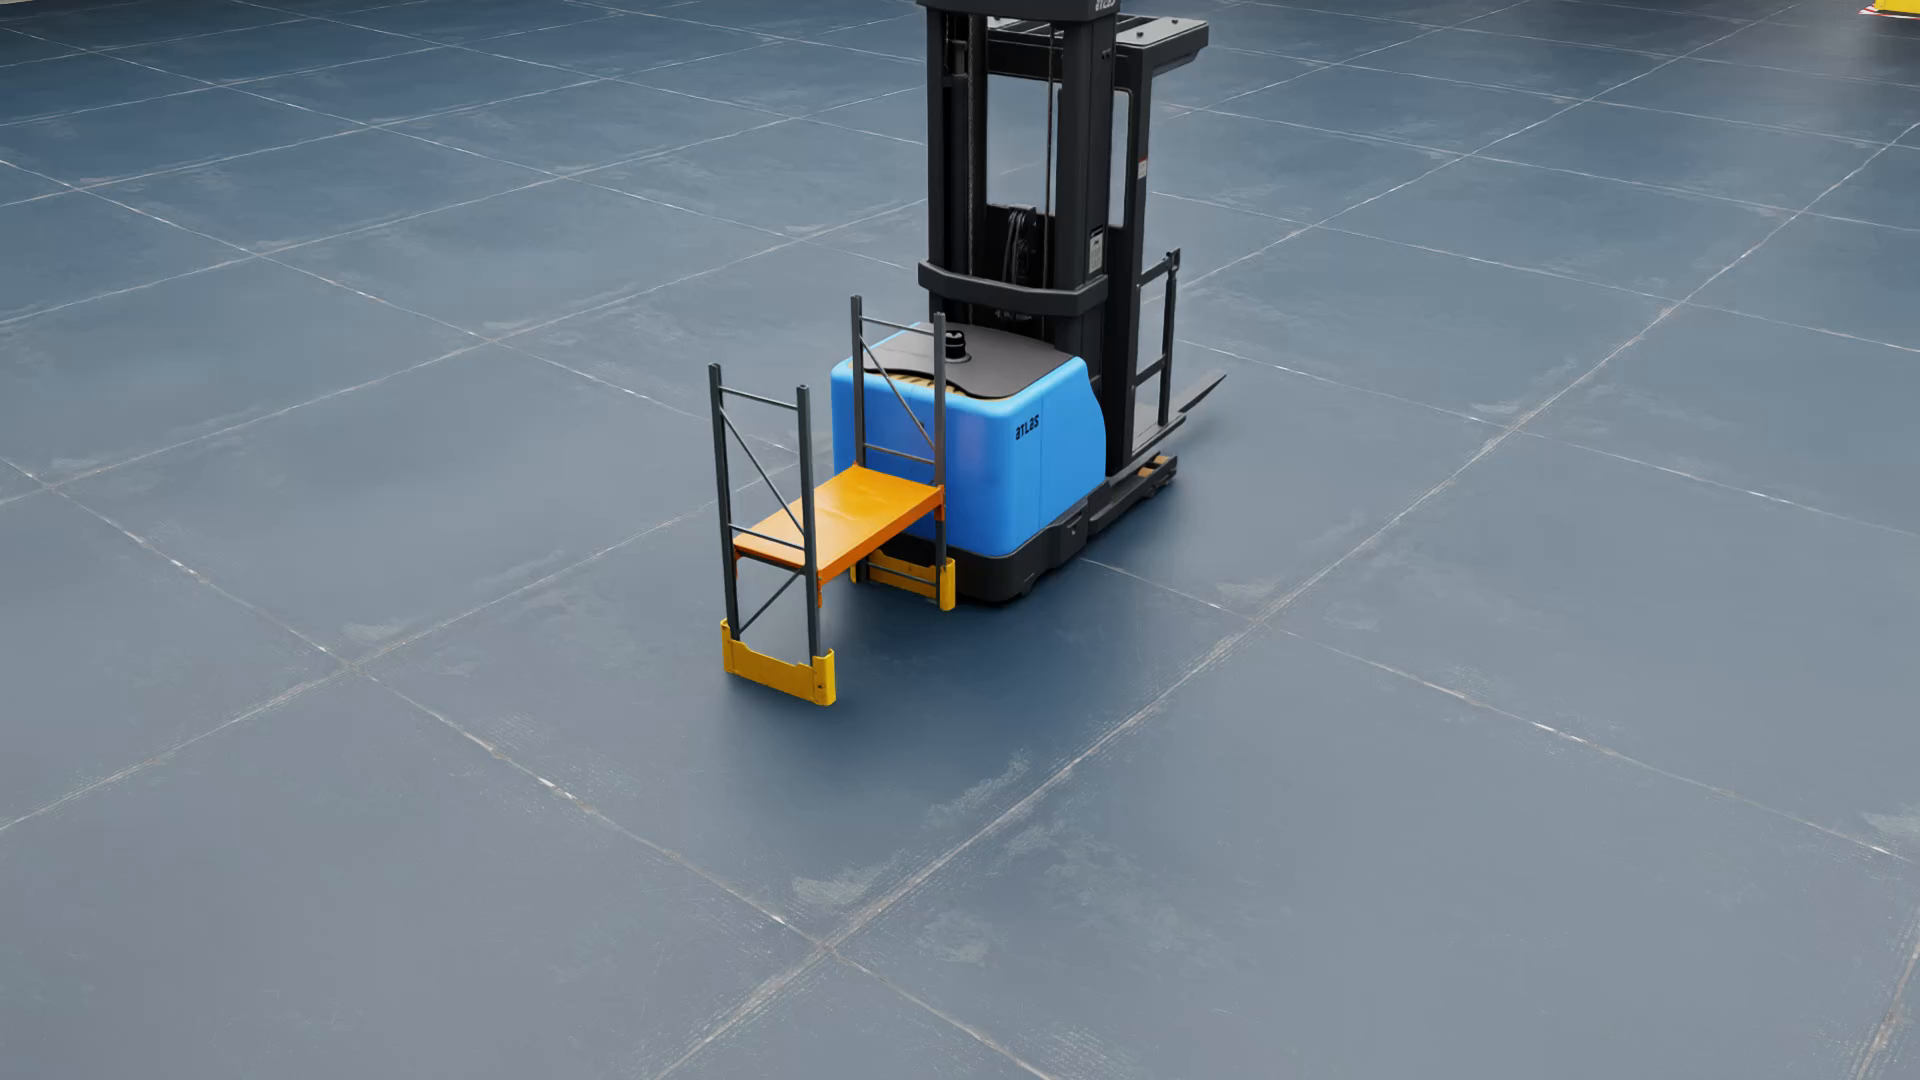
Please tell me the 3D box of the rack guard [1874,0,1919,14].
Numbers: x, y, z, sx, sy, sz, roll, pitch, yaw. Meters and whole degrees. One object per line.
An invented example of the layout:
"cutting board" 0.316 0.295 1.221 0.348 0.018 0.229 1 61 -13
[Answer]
"rack guard" 13.114 -7.418 22.546 1.175 0.500 0.348 21 34 34

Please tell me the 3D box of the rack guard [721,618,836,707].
"rack guard" -0.815 0.541 7.433 0.587 0.250 0.087 16 31 28

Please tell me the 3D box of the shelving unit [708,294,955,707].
"shelving unit" -0.550 -0.208 7.521 0.587 1.500 1.083 16 31 28

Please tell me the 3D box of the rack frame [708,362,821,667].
"rack frame" -0.825 -0.007 7.131 0.500 1.500 0.032 16 31 28

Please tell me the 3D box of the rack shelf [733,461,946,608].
"rack shelf" -0.555 -0.045 7.597 0.538 0.185 1.000 16 31 28

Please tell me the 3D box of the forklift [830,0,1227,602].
"forklift" 0.564 -1.639 8.728 1.130 2.935 3.031 16 31 28

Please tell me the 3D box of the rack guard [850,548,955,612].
"rack guard" -0.286 0.153 8.183 0.587 0.250 0.087 16 31 28

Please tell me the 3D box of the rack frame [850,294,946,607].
"rack frame" -0.285 -0.403 7.897 0.500 1.500 0.032 16 31 28
